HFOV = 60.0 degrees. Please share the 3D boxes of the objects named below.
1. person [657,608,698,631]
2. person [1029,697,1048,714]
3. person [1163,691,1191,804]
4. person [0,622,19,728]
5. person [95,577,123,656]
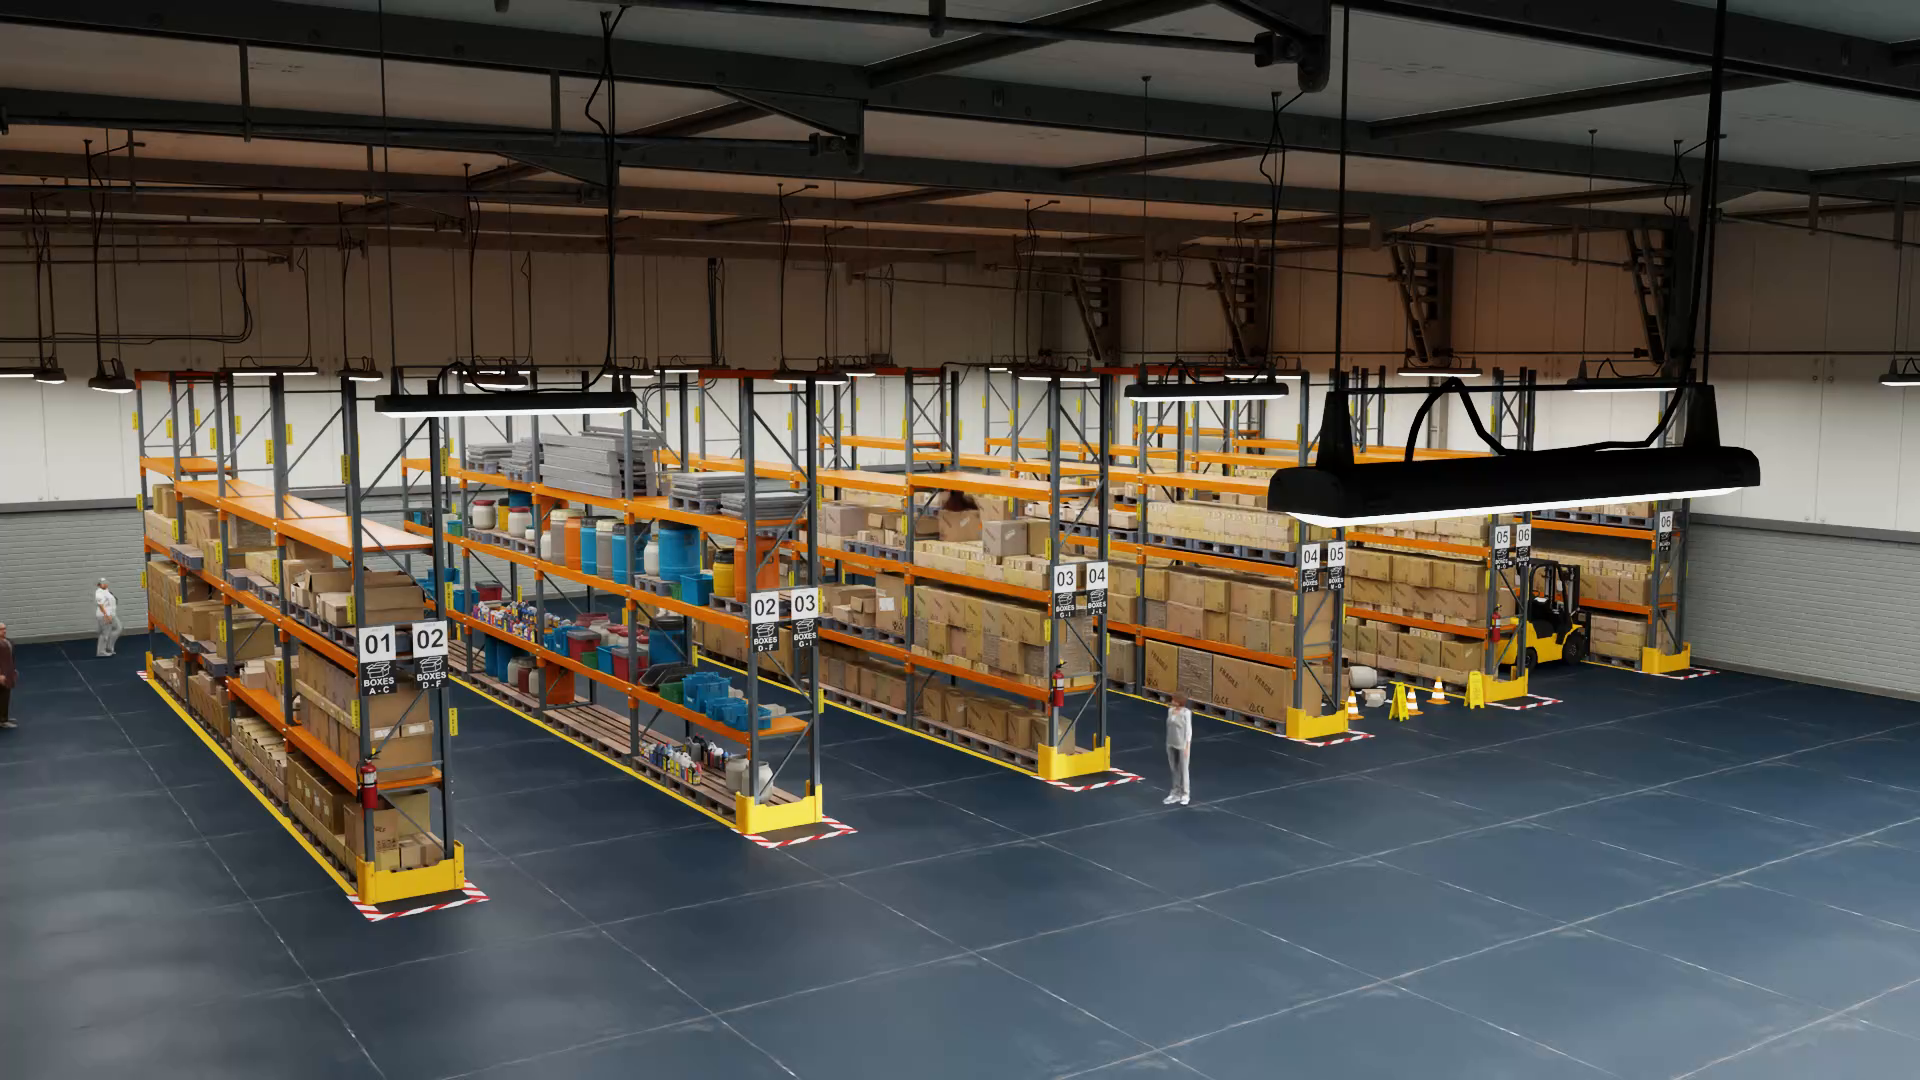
[{"bbox_3d":[-5.543,1.847,32.469,0.701,1.815,0.935,-4,8,-33],"label":"person"},{"bbox_3d":[1.350,2.304,28.432,0.465,1.660,0.458,2,7,21],"label":"person"},{"bbox_3d":[3.072,2.912,23.342,0.454,1.621,0.351,6,9,42],"label":"person"},{"bbox_3d":[-16.213,2.289,28.202,0.434,1.819,0.598,-3,7,-28],"label":"person"},{"bbox_3d":[-17.734,1.608,34.610,0.502,1.685,0.513,-3,7,-23],"label":"person"}]
